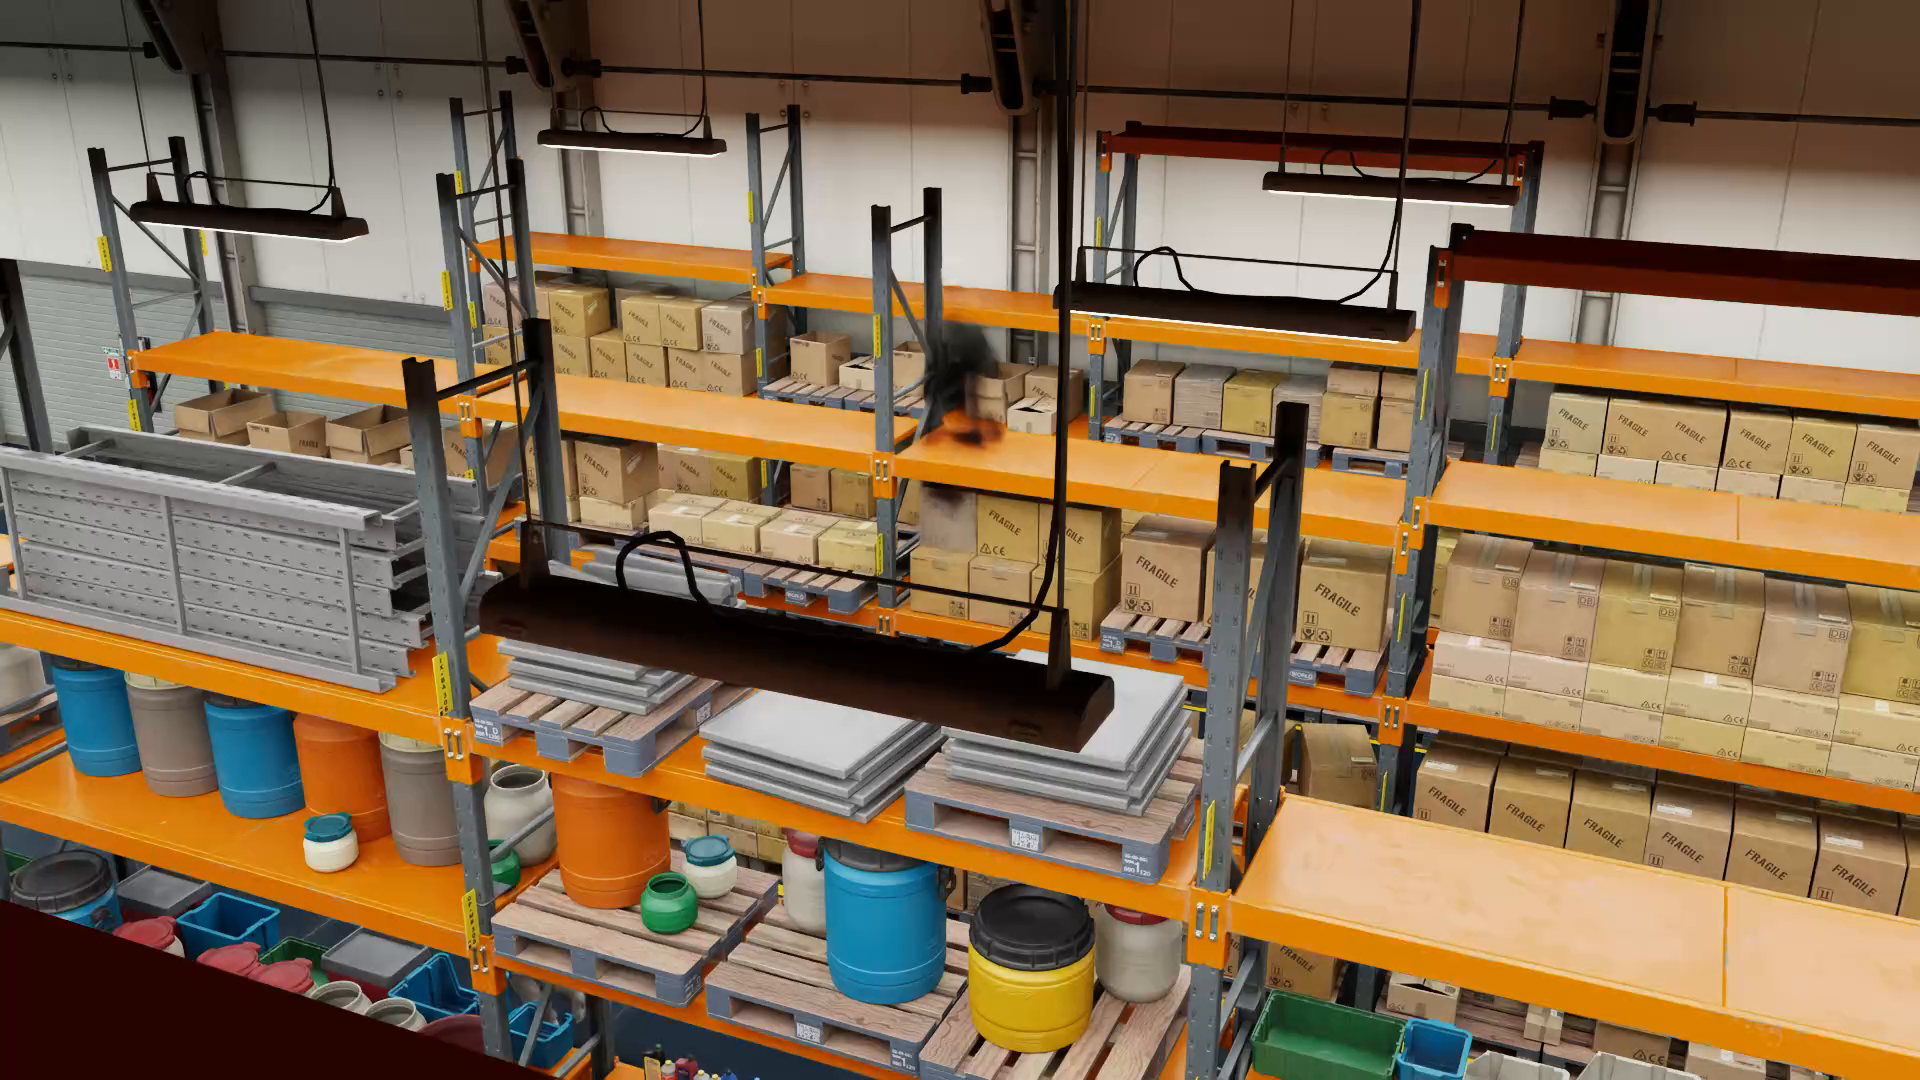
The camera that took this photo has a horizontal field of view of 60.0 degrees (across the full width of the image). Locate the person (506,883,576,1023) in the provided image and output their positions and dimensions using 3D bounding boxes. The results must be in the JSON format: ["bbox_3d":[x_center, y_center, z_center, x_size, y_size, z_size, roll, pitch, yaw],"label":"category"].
[{"bbox_3d":[-17.329,0.208,19.760,33.063,1.700,6.090,9,22,23],"label":"person"}]
